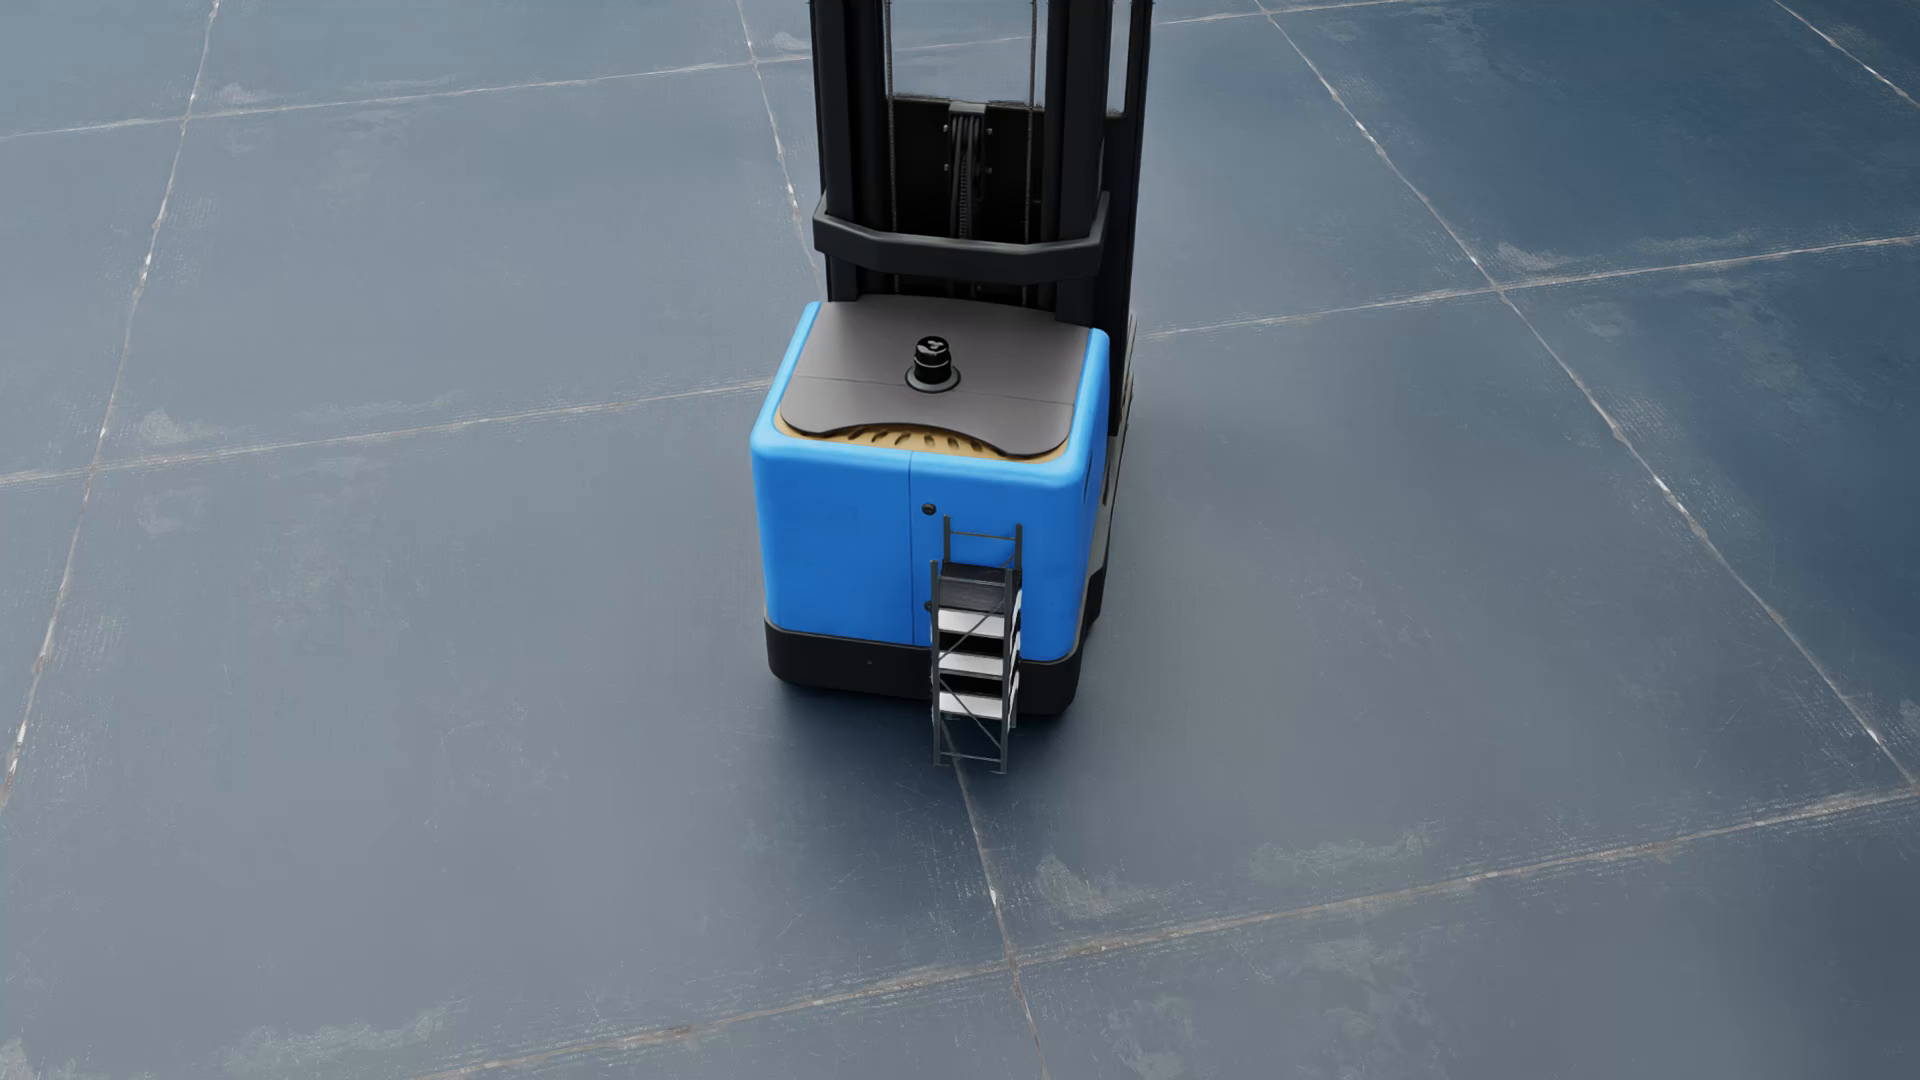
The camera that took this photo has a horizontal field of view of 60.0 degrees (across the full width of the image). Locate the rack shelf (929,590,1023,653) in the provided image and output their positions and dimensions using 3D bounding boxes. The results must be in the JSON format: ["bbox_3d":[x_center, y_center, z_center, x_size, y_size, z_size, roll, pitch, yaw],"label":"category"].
[{"bbox_3d":[0.051,0.234,5.088,0.258,0.077,0.200,7,42,7],"label":"rack shelf"}]

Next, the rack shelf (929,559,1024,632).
[{"bbox_3d":[0.051,0.167,5.028,0.258,0.077,0.200,7,42,7],"label":"rack shelf"}]

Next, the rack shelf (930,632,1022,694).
[{"bbox_3d":[0.051,0.369,5.207,0.258,0.077,0.200,7,42,7],"label":"rack shelf"}]

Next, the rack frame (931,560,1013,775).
[{"bbox_3d":[0.033,0.410,5.110,0.240,0.900,0.006,7,42,7],"label":"rack frame"}]

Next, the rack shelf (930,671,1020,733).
[{"bbox_3d":[0.051,0.503,5.327,0.258,0.077,0.200,7,42,7],"label":"rack shelf"}]

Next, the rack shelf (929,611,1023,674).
[{"bbox_3d":[0.051,0.301,5.147,0.258,0.077,0.200,7,42,7],"label":"rack shelf"}]

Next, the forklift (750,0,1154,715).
[{"bbox_3d":[0.106,-1.504,5.736,1.130,2.935,3.031,7,42,7],"label":"forklift"}]

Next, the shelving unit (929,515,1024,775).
[{"bbox_3d":[0.051,0.344,5.185,0.258,0.900,0.210,7,42,7],"label":"shelving unit"}]

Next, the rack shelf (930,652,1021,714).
[{"bbox_3d":[0.051,0.436,5.267,0.258,0.077,0.200,7,42,7],"label":"rack shelf"}]

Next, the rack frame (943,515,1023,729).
[{"bbox_3d":[0.069,0.277,5.260,0.240,0.900,0.006,7,42,7],"label":"rack frame"}]
